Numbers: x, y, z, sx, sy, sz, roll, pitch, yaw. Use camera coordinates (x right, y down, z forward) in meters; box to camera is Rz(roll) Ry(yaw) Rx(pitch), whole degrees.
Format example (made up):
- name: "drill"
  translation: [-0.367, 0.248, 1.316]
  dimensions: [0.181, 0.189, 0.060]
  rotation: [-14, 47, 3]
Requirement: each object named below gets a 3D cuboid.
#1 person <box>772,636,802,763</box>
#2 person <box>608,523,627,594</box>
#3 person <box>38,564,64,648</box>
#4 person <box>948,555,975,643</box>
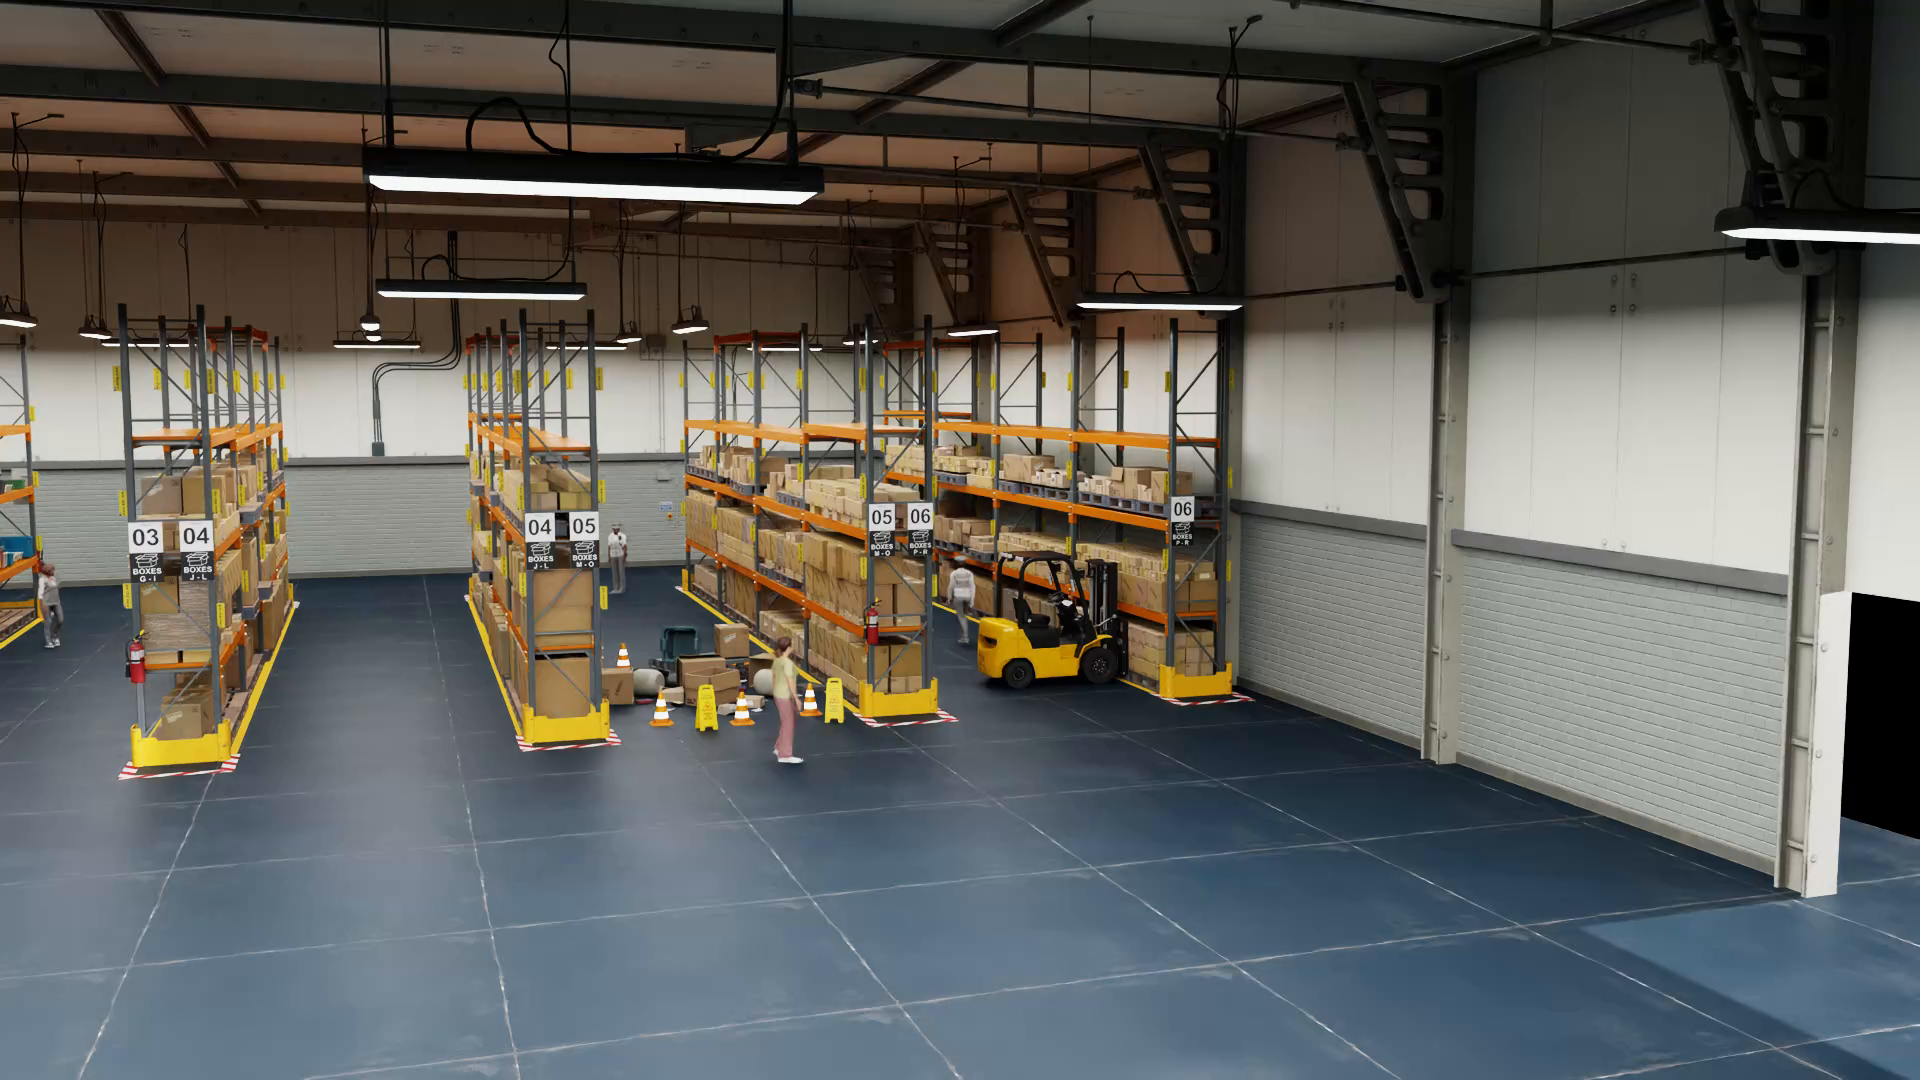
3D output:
- name: "person"
  translation: [-2.273, 2.119, 21.927]
  dimensions: [0.363, 1.708, 0.530]
  rotation: [-2, 6, -21]
- name: "person"
  translation: [-8.119, 0.430, 39.411]
  dimensions: [0.461, 1.684, 0.384]
  rotation: [1, 5, 8]
- name: "person"
  translation: [-17.229, 1.235, 31.438]
  dimensions: [0.447, 1.597, 0.470]
  rotation: [3, 6, 31]
- name: "person"
  translation: [0.004, 1.150, 31.794]
  dimensions: [0.473, 1.708, 0.656]
  rotation: [-3, 6, -29]
